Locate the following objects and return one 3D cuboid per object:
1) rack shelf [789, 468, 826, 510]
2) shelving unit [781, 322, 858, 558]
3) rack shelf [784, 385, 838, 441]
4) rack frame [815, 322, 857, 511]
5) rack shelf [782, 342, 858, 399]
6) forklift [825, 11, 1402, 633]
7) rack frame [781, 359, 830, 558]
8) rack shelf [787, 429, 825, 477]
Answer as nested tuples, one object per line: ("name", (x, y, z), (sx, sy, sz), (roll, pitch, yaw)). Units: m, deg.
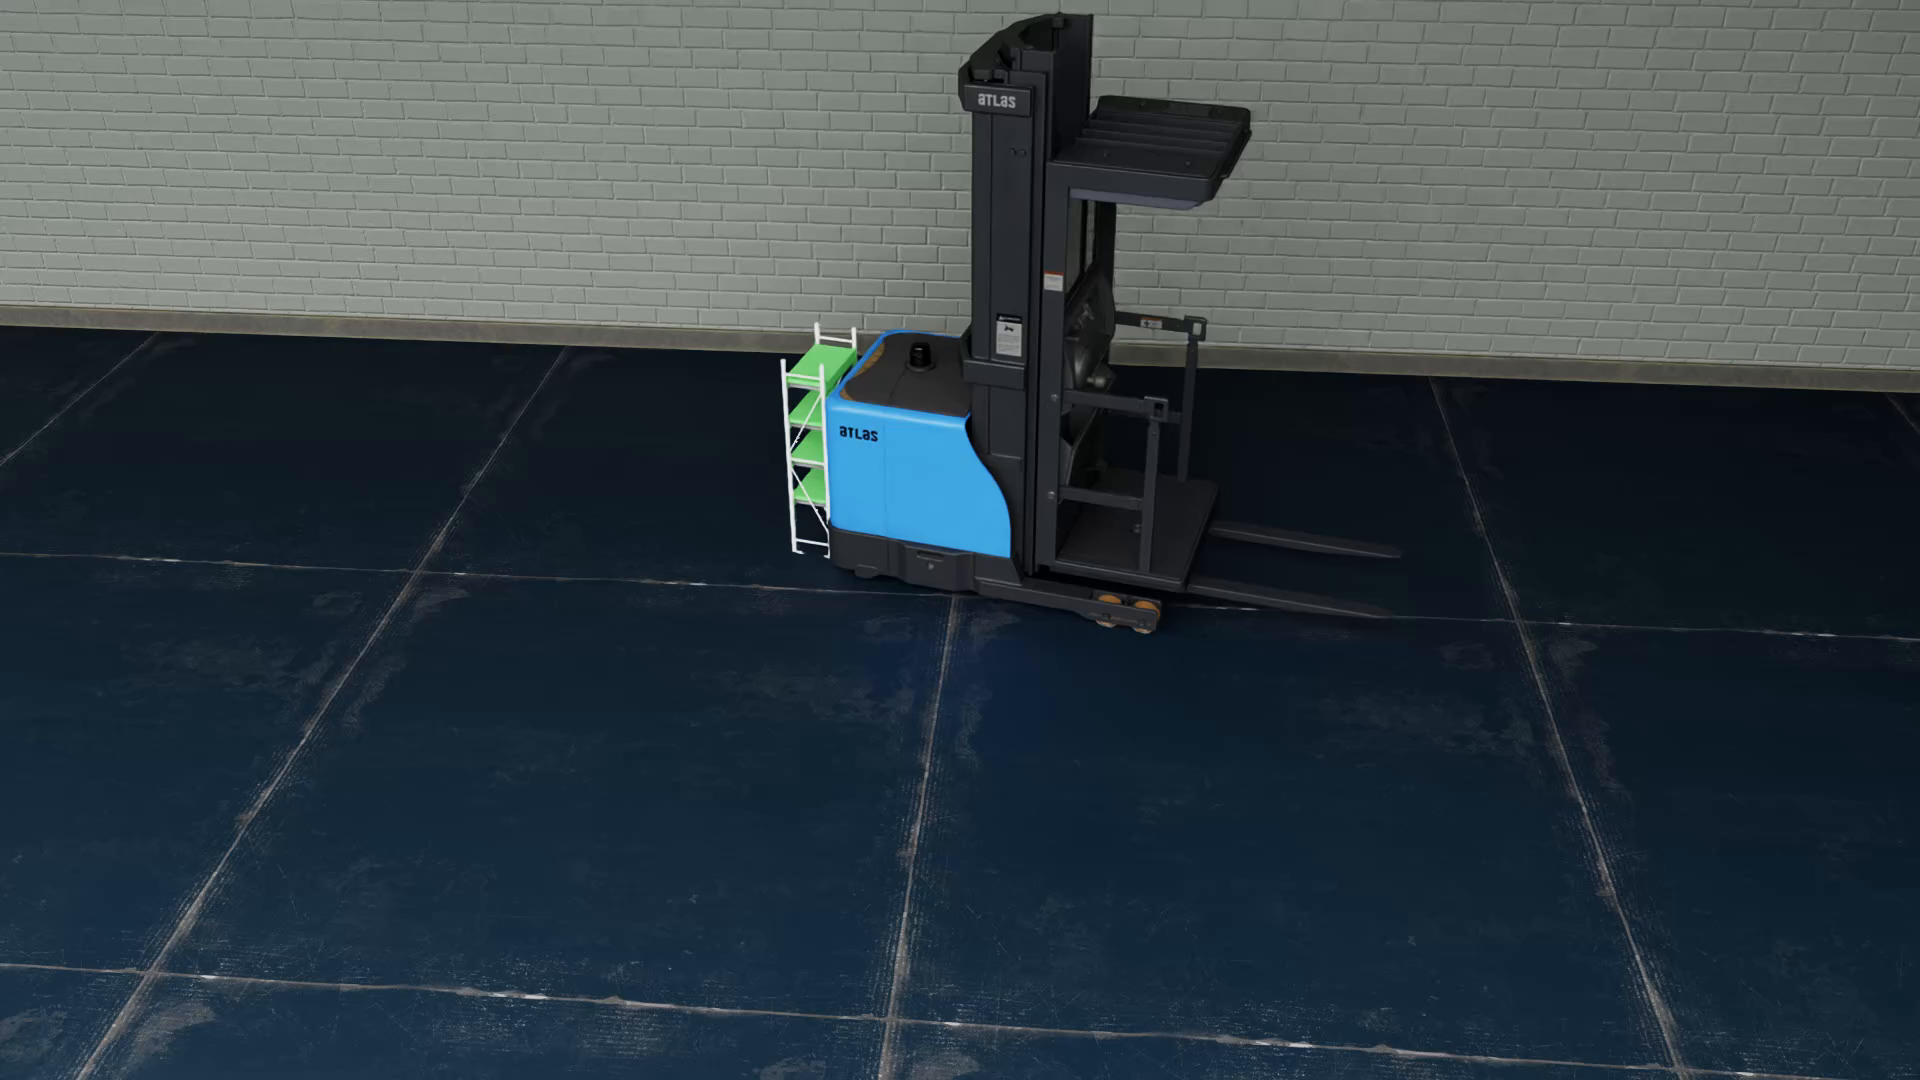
("rack shelf", (-0.759, -0.291, 9.438), (0.258, 0.148, 0.480), (9, 33, 15))
("shelving unit", (-0.759, -0.550, 9.279), (0.258, 1.200, 0.503), (9, 33, 15))
("rack shelf", (-0.759, -0.700, 9.186), (0.258, 0.148, 0.480), (9, 33, 15))
("rack frame", (-0.687, -0.672, 9.477), (0.240, 1.200, 0.015), (9, 33, 15))
("rack shelf", (-0.759, -0.904, 9.060), (0.258, 0.148, 0.480), (9, 33, 15))
("forklift", (0.851, -1.071, 8.475), (3.031, 2.935, 1.130), (9, 33, 15))
("rack frame", (-0.831, -0.427, 9.080), (0.240, 1.200, 0.015), (9, 33, 15))
("rack shelf", (-0.759, -0.495, 9.312), (0.258, 0.148, 0.480), (9, 33, 15))
